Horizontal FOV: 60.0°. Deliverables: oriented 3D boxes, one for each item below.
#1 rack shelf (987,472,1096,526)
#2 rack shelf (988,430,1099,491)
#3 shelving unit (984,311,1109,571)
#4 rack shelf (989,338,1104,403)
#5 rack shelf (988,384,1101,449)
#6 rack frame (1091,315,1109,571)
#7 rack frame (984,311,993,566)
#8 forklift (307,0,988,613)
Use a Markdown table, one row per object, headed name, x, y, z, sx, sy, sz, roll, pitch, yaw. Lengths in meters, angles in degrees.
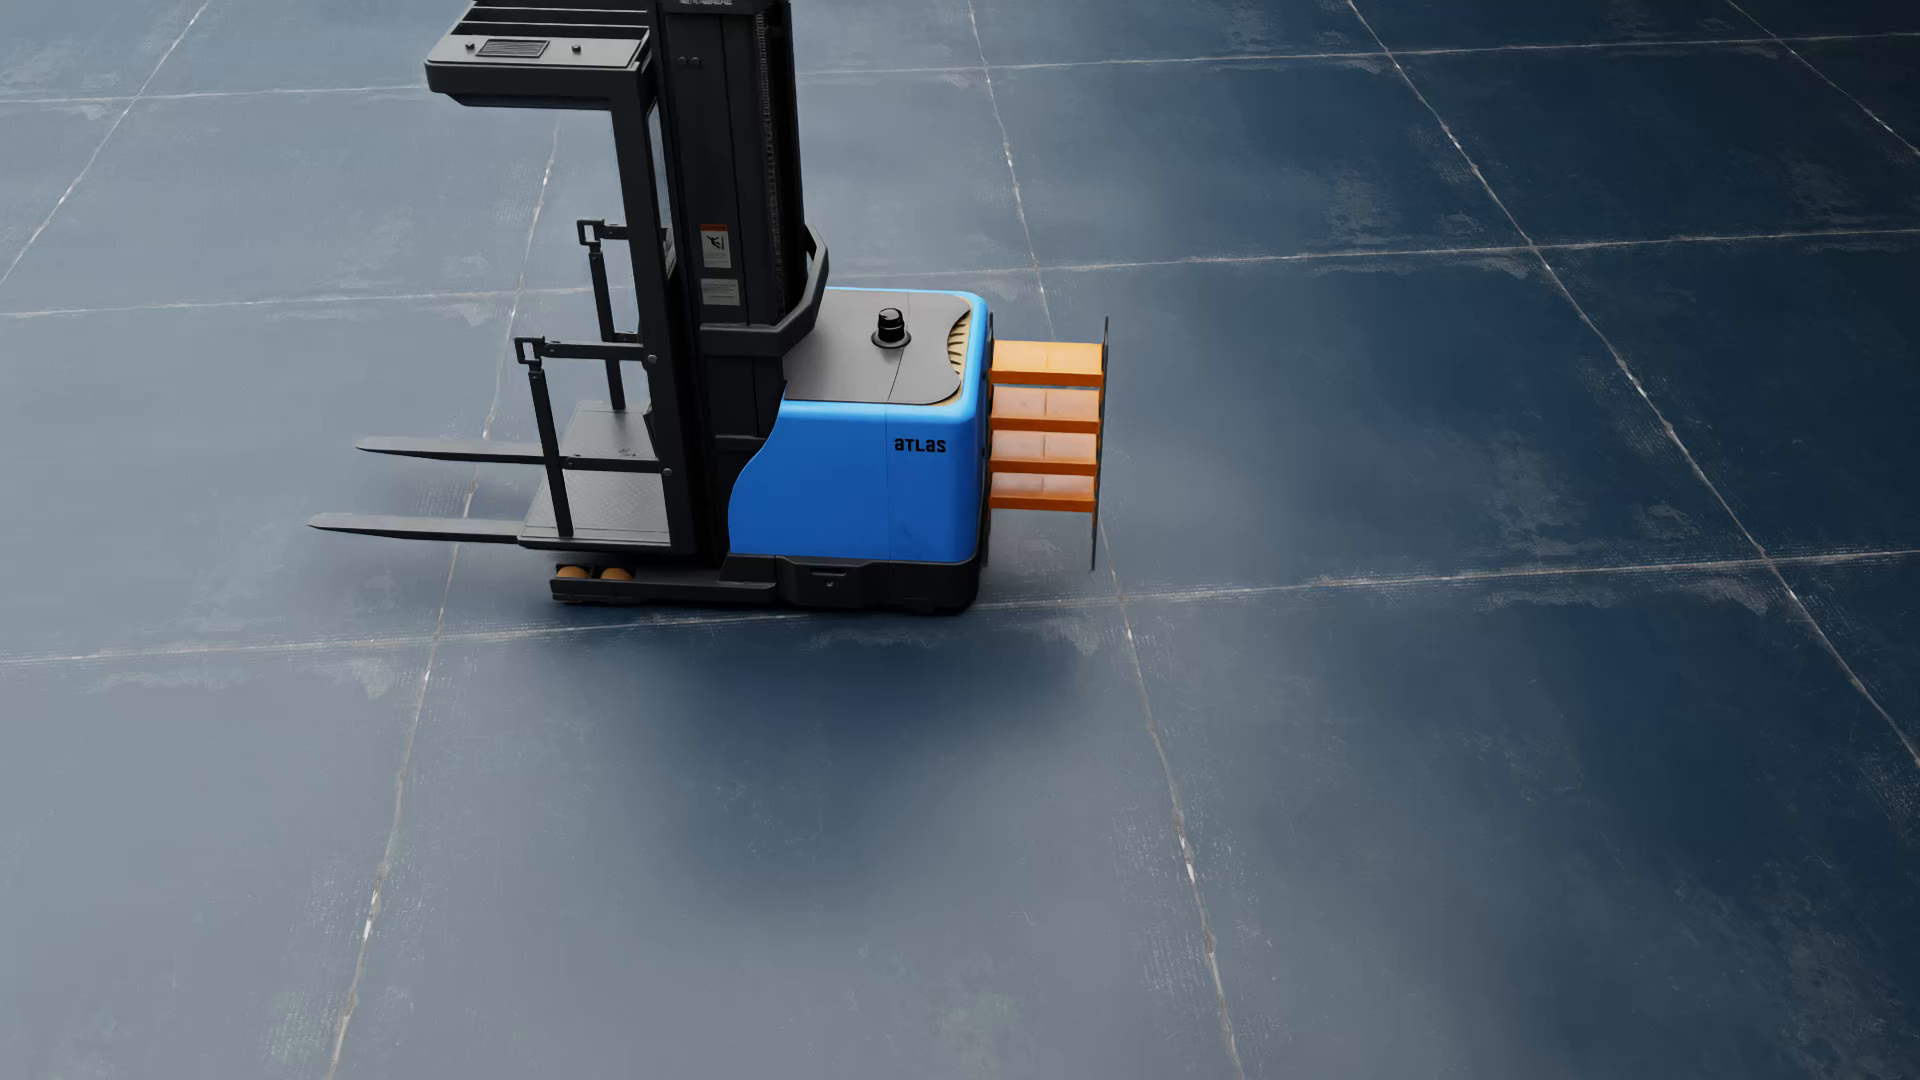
| name | x | y | z | sx | sy | sz | roll | pitch | yaw |
| --- | --- | --- | --- | --- | --- | --- | --- | --- | --- |
| rack shelf | 0.369 | -0.205 | 7.471 | 0.480 | 0.148 | 0.258 | 2 | 38 | 3 |
| rack shelf | 0.369 | -0.361 | 7.348 | 0.480 | 0.148 | 0.258 | 2 | 38 | 3 |
| shelving unit | 0.369 | -0.414 | 7.306 | 0.503 | 1.200 | 0.258 | 2 | 38 | 3 |
| rack shelf | 0.369 | -0.722 | 7.063 | 0.480 | 0.148 | 0.258 | 2 | 38 | 3 |
| rack shelf | 0.369 | -0.537 | 7.209 | 0.480 | 0.148 | 0.258 | 2 | 38 | 3 |
| rack frame | 0.613 | -0.403 | 7.293 | 0.015 | 1.200 | 0.240 | 2 | 38 | 3 |
| rack frame | 0.126 | -0.425 | 7.319 | 0.015 | 1.200 | 0.240 | 2 | 38 | 3 |
| forklift | -1.405 | -1.185 | 6.886 | 3.031 | 2.935 | 1.130 | 2 | 38 | 3 |
